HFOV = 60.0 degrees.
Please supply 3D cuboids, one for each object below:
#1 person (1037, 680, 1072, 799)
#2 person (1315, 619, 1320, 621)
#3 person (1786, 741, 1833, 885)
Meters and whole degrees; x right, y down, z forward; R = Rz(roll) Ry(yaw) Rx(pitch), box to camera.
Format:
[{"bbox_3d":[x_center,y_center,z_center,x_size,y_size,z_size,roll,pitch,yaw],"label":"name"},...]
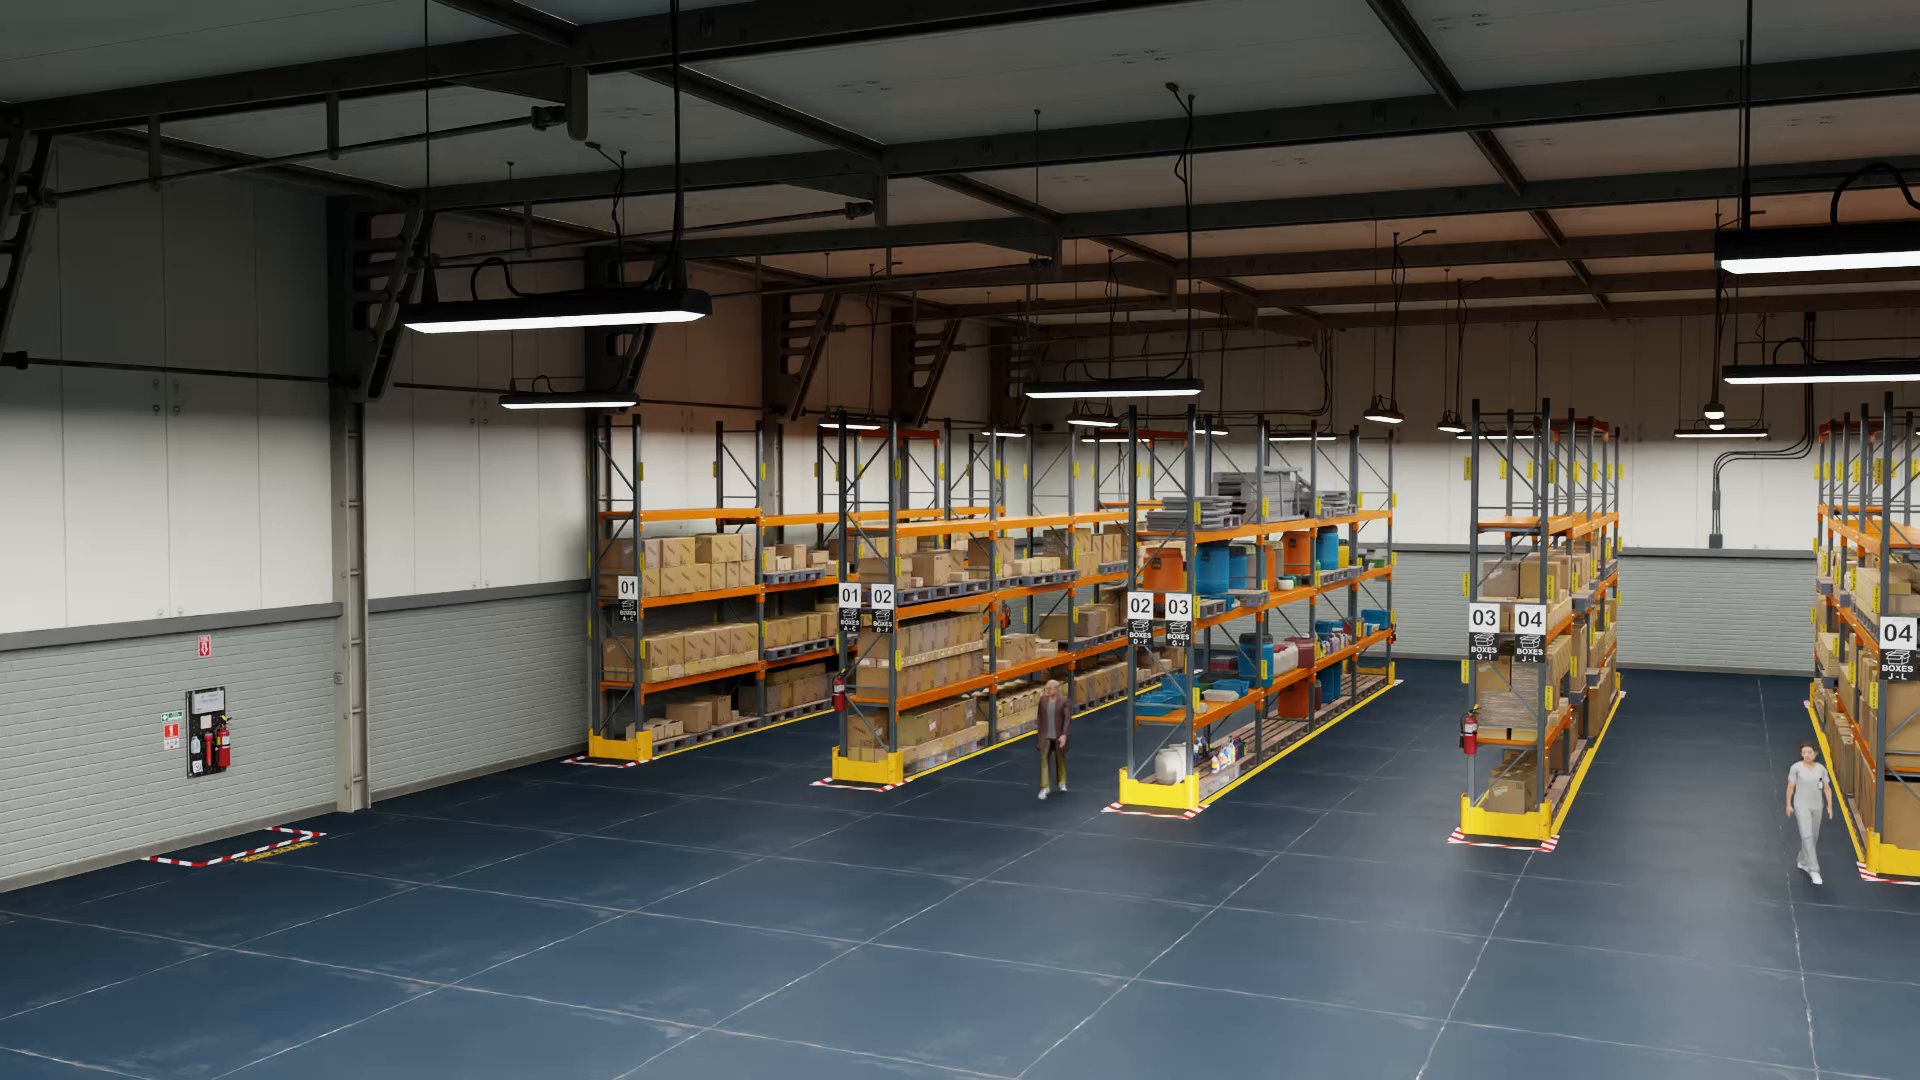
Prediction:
[{"bbox_3d":[1.439,3.054,25.723,0.593,1.772,0.921,1,2,18],"label":"person"},{"bbox_3d":[8.170,2.603,38.051,1.059,1.624,0.536,-2,3,-35],"label":"person"},{"bbox_3d":[10.491,3.334,20.498,0.467,1.688,0.757,0,2,3],"label":"person"}]
